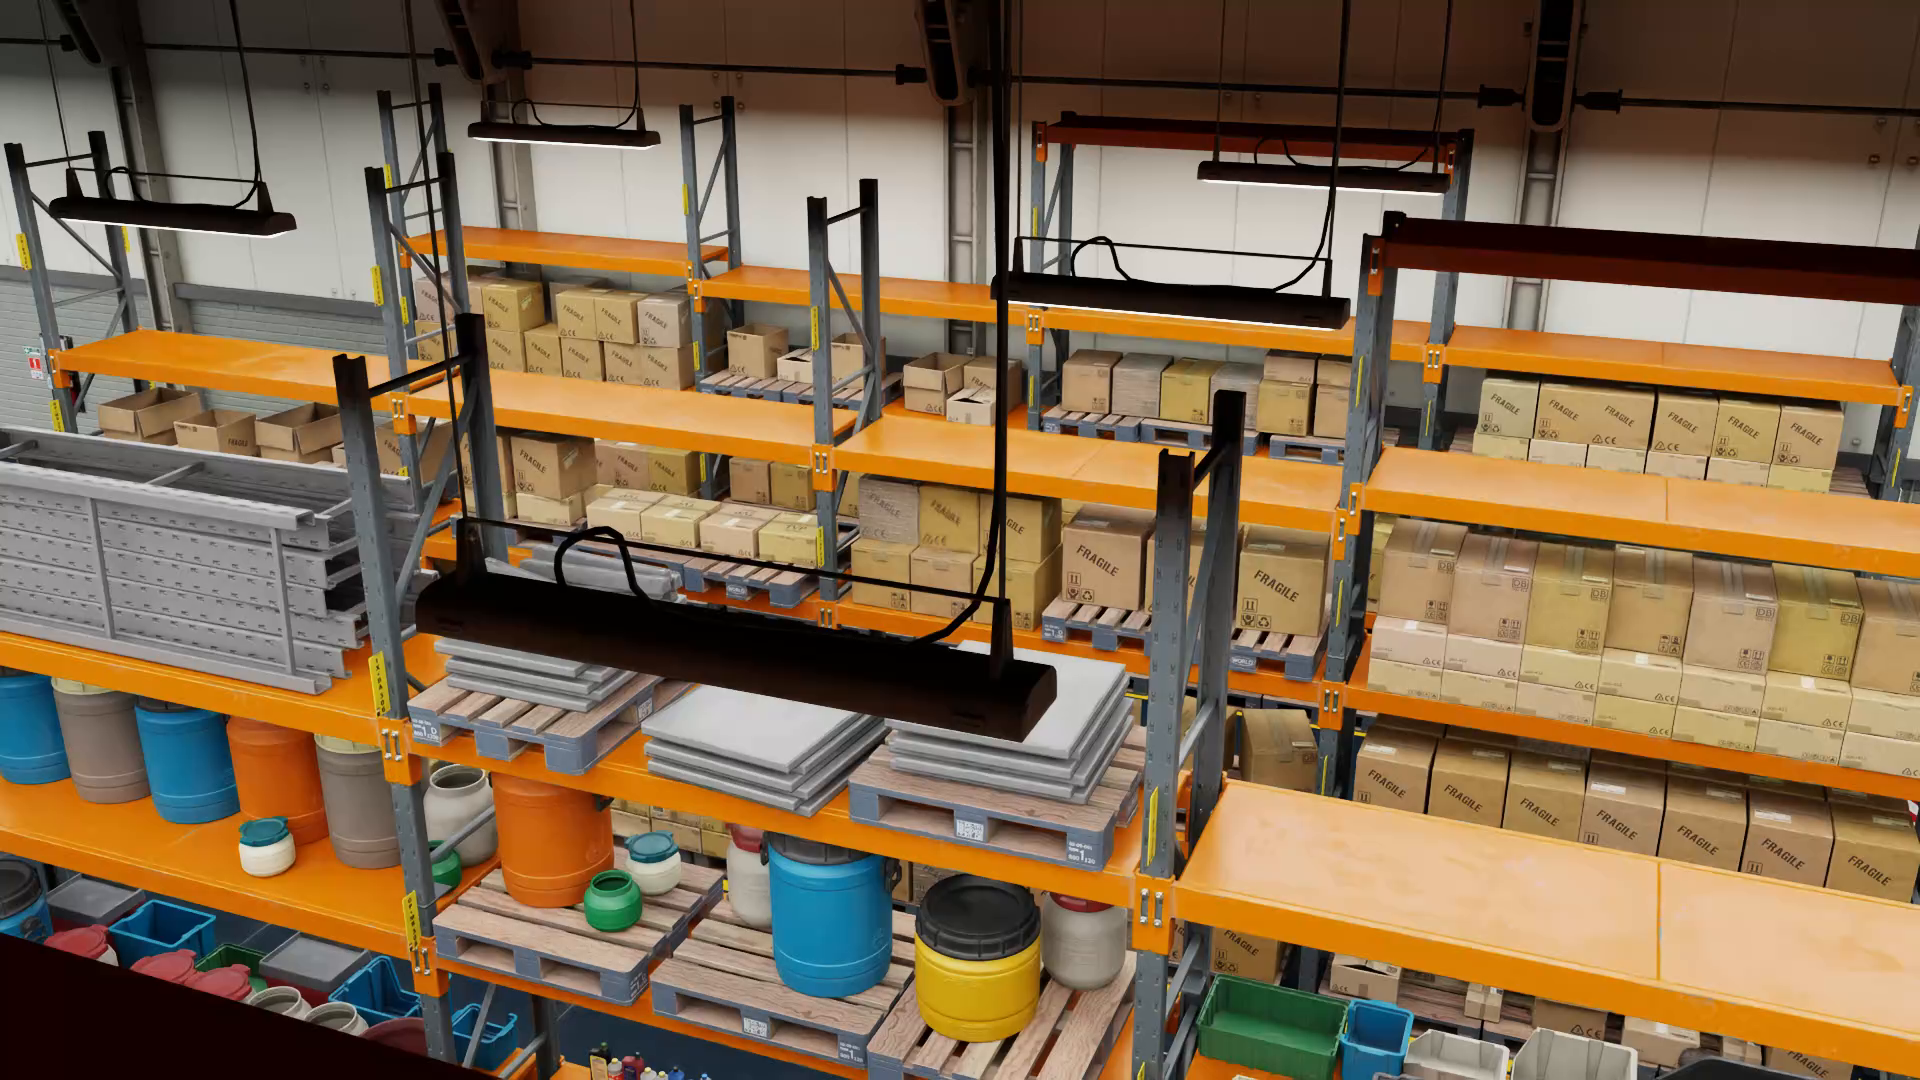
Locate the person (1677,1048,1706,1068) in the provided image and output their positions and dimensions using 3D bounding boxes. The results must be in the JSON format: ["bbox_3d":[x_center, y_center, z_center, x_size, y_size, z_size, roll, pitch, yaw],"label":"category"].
[{"bbox_3d":[4.364,3.821,10.131,0.497,1.716,0.485,-5,21,-12],"label":"person"}]
